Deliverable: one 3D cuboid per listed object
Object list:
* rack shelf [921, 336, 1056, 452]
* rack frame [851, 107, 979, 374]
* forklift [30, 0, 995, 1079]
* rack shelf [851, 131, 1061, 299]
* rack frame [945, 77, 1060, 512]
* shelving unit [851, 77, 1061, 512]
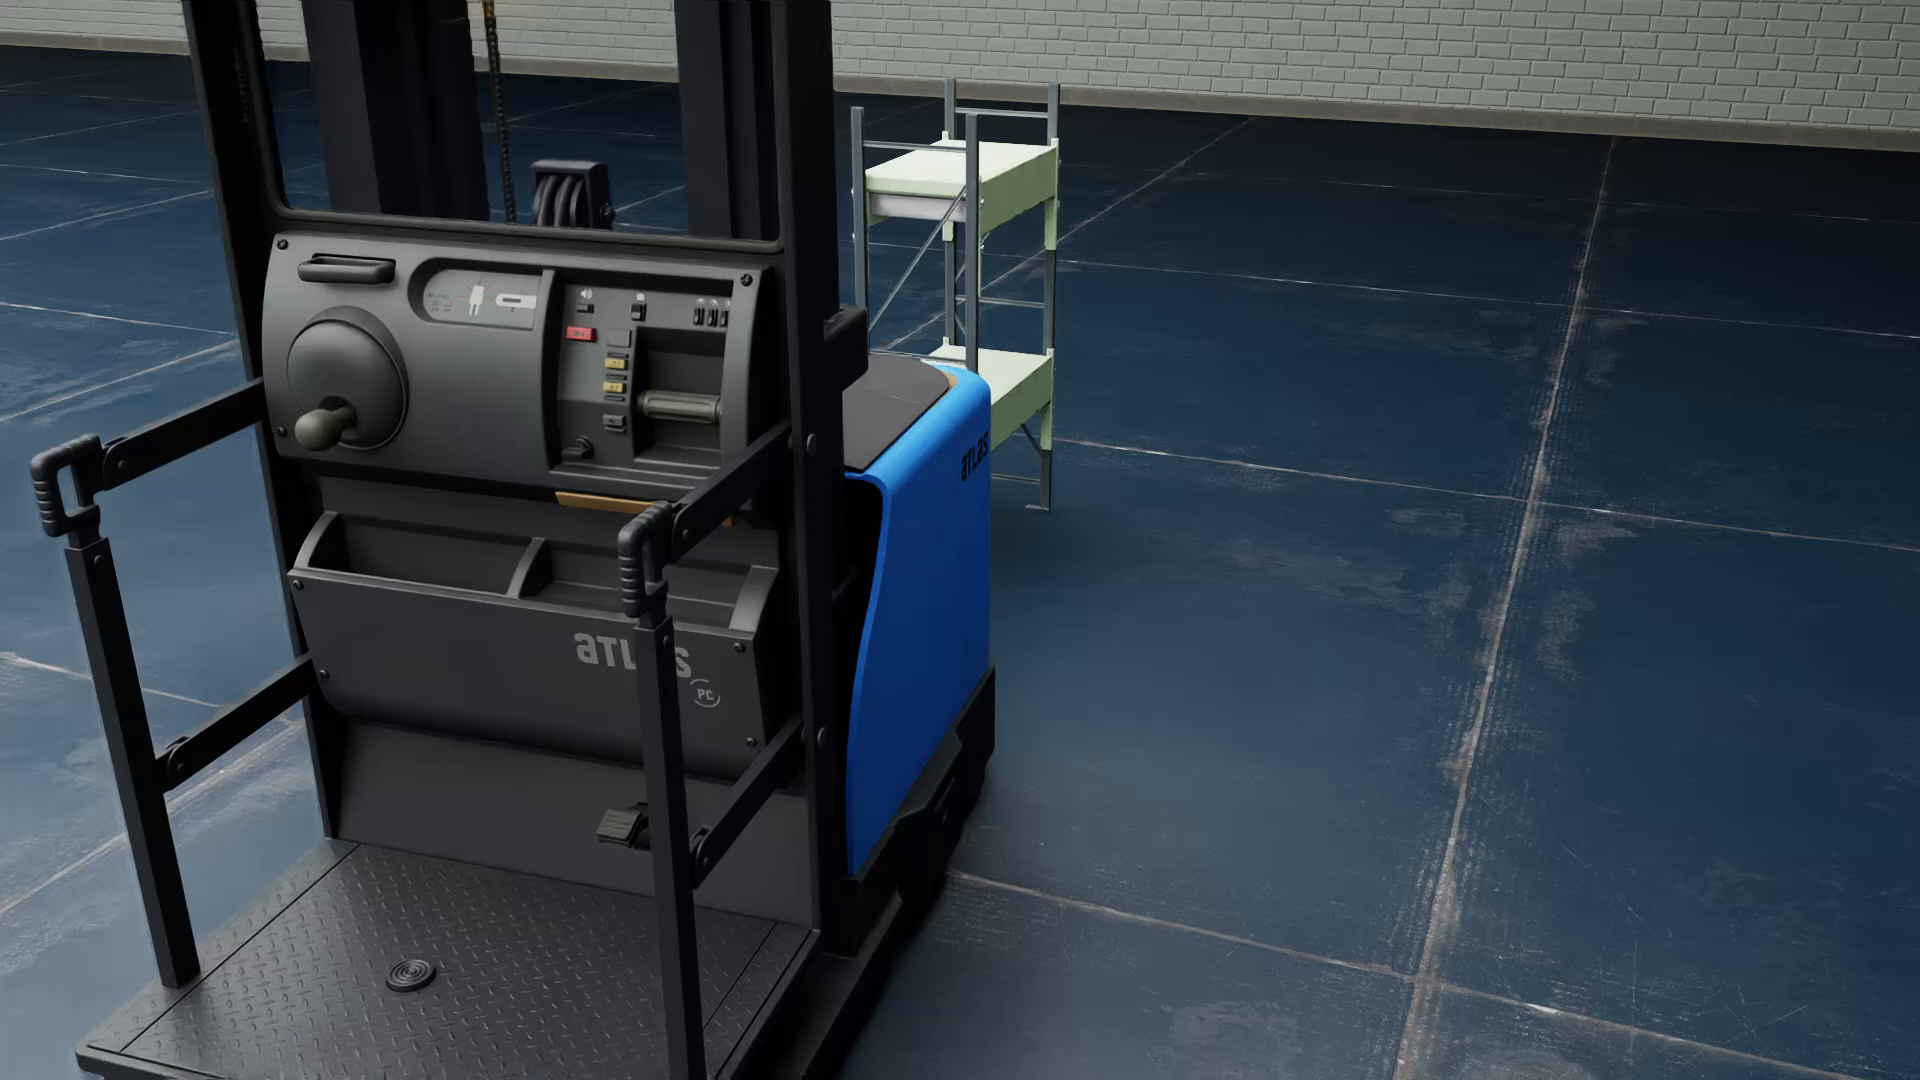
[{"bbox_3d":[0.002,-0.394,5.592,0.431,0.370,0.720,9,24,20],"label":"rack shelf"},{"bbox_3d":[-0.133,-0.563,5.153,0.400,1.500,0.023,9,24,20],"label":"rack frame"},{"bbox_3d":[-0.832,-0.283,2.624,1.130,2.935,3.031,7,24,16],"label":"forklift"},{"bbox_3d":[0.002,-1.055,5.316,0.431,0.370,0.720,9,24,20],"label":"rack shelf"},{"bbox_3d":[0.138,-0.825,5.780,0.400,1.500,0.023,9,24,20],"label":"rack frame"},{"bbox_3d":[0.002,-0.694,5.467,0.431,1.500,0.755,9,24,20],"label":"shelving unit"}]
